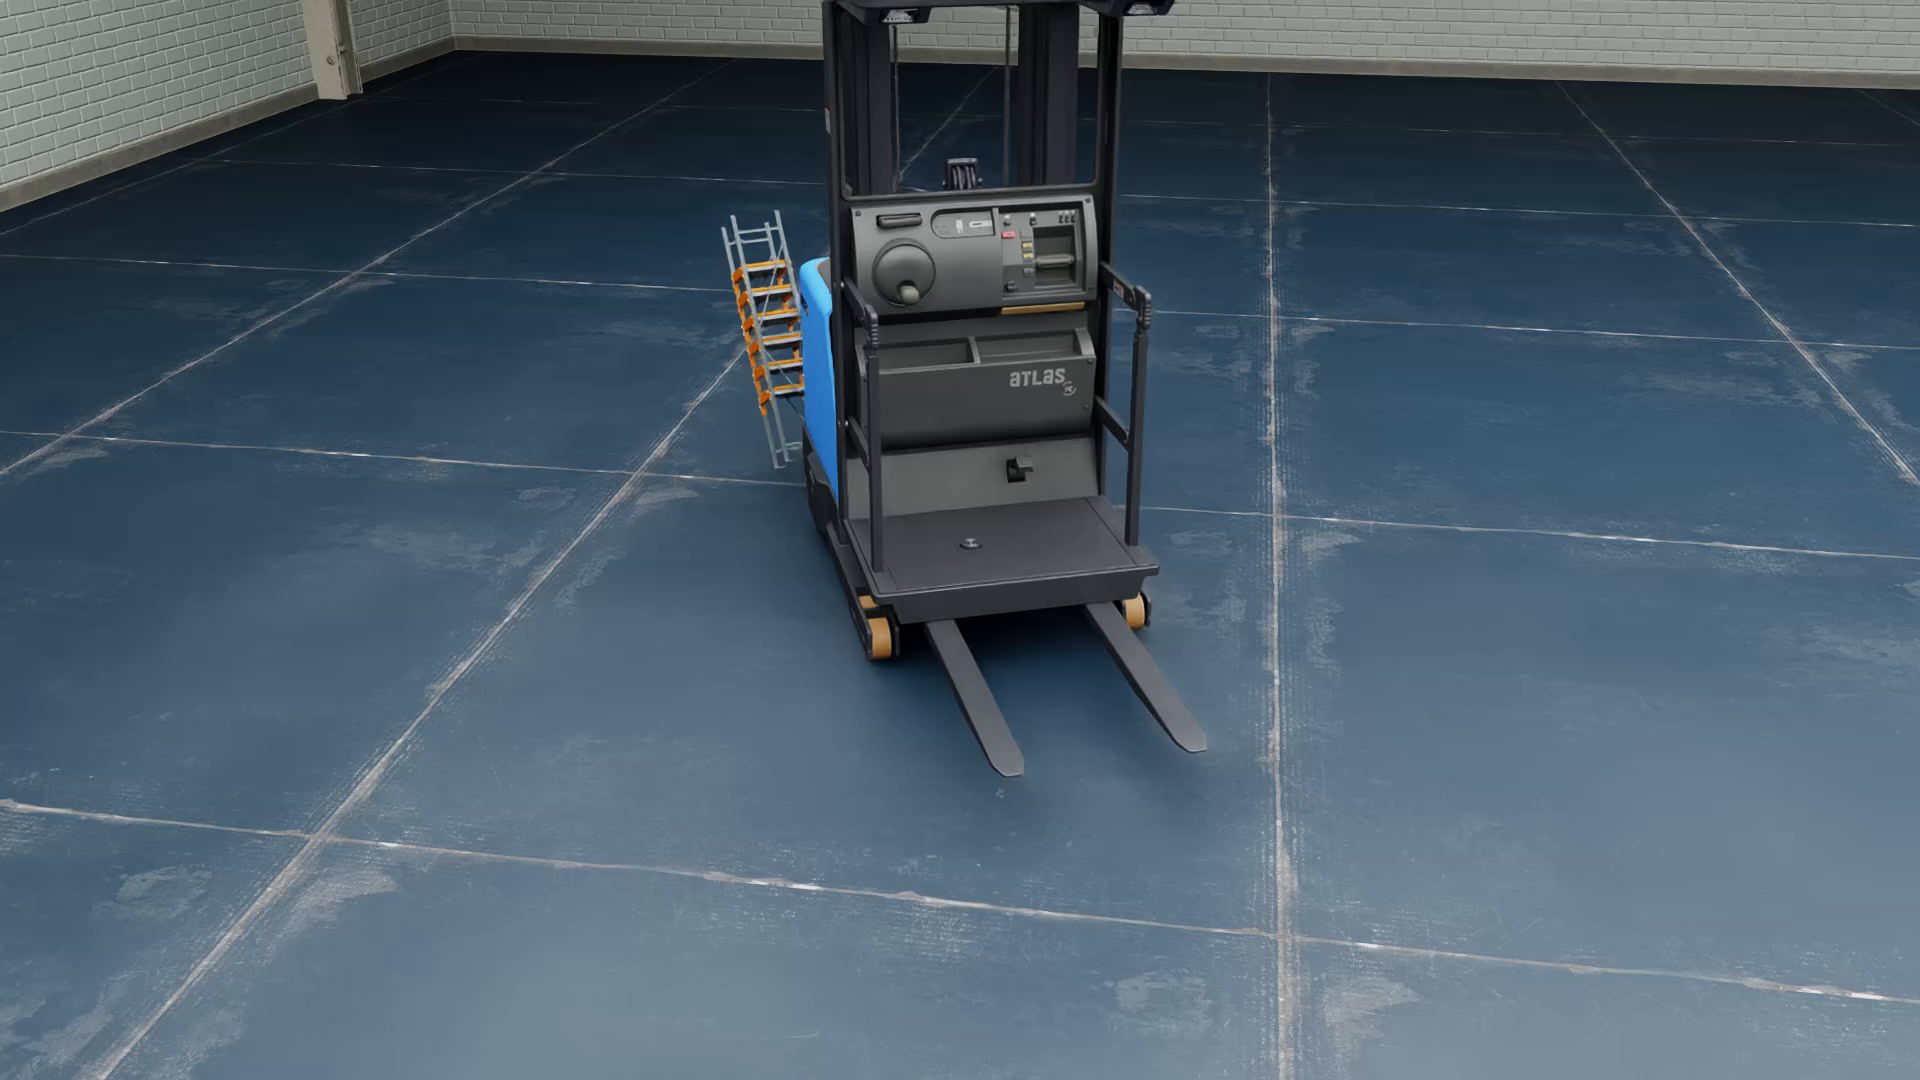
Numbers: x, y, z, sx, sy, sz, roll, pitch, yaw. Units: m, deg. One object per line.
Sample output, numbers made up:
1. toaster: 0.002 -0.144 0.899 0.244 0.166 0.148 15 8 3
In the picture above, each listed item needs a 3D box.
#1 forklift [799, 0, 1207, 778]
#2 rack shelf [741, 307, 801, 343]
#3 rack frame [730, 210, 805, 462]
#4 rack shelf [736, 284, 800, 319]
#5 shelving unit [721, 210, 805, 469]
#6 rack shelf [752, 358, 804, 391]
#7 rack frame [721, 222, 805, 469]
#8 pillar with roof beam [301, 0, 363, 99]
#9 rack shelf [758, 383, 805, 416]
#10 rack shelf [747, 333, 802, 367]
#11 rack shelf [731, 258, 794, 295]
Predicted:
1. forklift: 0.112 -1.049 6.033 1.130 2.935 3.031 -6 26 -12
2. rack shelf: -0.895 -1.032 7.967 0.258 0.103 0.180 -12 -3 -23
3. rack frame: -0.844 -0.971 7.880 0.240 1.200 0.006 -12 -3 -23
4. rack shelf: -0.922 -1.149 7.973 0.258 0.103 0.180 -12 -3 -23
5. shelving unit: -0.878 -0.959 7.964 0.258 1.200 0.189 -12 -3 -23
6. rack shelf: -0.842 -0.799 7.955 0.258 0.103 0.180 -12 -3 -23
7. rack frame: -0.913 -0.946 8.047 0.240 1.200 0.006 -12 -3 -23
8. pillar with roof beam: -2.056 -8.296 14.360 9.100 9.000 0.400 4 25 9
9. rack shelf: -0.815 -0.682 7.949 0.258 0.103 0.180 -12 -3 -23
10. rack shelf: -0.869 -0.915 7.961 0.258 0.103 0.180 -12 -3 -23
11. rack shelf: -0.948 -1.266 7.980 0.258 0.103 0.180 -12 -3 -23
